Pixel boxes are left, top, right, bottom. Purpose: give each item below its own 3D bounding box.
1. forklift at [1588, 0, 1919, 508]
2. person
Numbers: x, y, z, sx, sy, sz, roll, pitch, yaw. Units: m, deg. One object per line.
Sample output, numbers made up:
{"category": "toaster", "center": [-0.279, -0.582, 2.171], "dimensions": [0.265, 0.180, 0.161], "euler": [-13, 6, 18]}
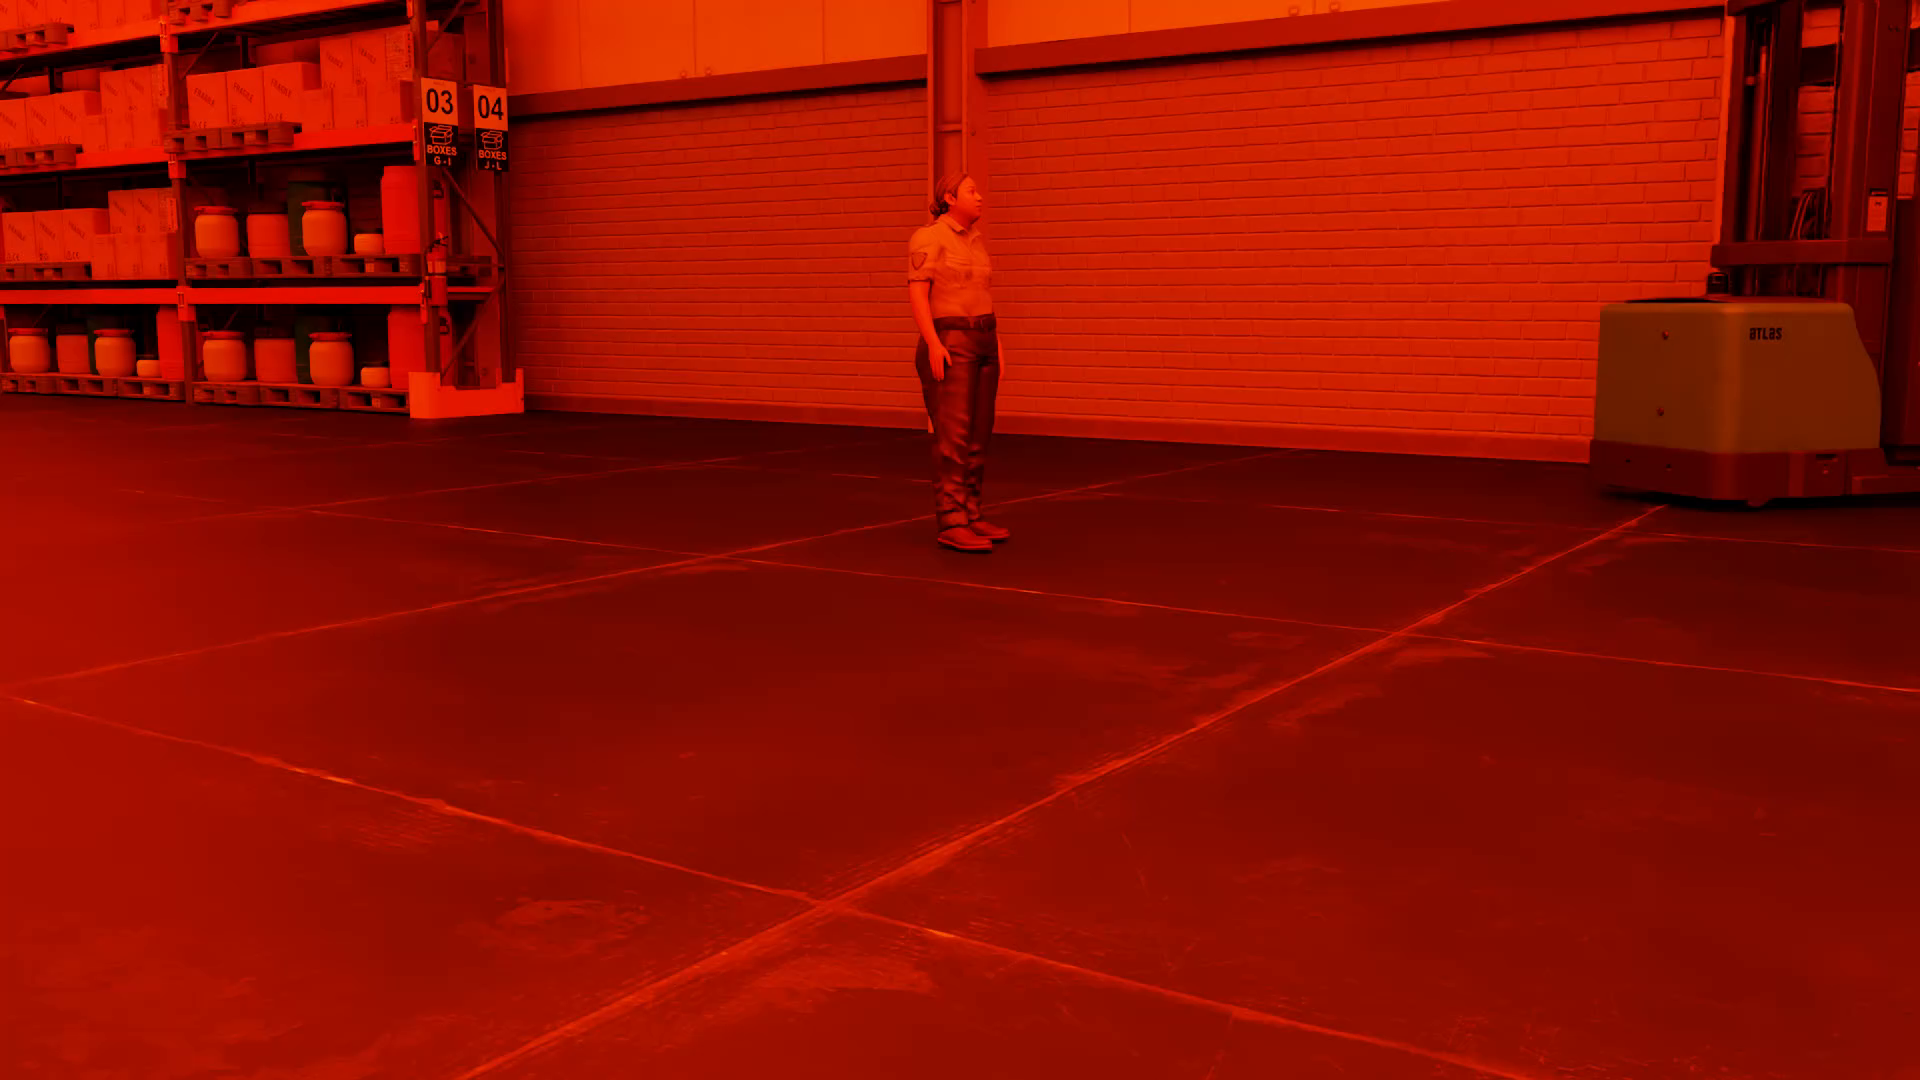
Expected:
{"category": "forklift", "center": [5.127, -1.721, 9.296], "dimensions": [3.031, 2.935, 1.130], "euler": [-3, 9, -20]}
{"category": "person", "center": [0.062, -0.813, 7.418], "dimensions": [0.502, 1.651, 0.598], "euler": [5, 10, 34]}
